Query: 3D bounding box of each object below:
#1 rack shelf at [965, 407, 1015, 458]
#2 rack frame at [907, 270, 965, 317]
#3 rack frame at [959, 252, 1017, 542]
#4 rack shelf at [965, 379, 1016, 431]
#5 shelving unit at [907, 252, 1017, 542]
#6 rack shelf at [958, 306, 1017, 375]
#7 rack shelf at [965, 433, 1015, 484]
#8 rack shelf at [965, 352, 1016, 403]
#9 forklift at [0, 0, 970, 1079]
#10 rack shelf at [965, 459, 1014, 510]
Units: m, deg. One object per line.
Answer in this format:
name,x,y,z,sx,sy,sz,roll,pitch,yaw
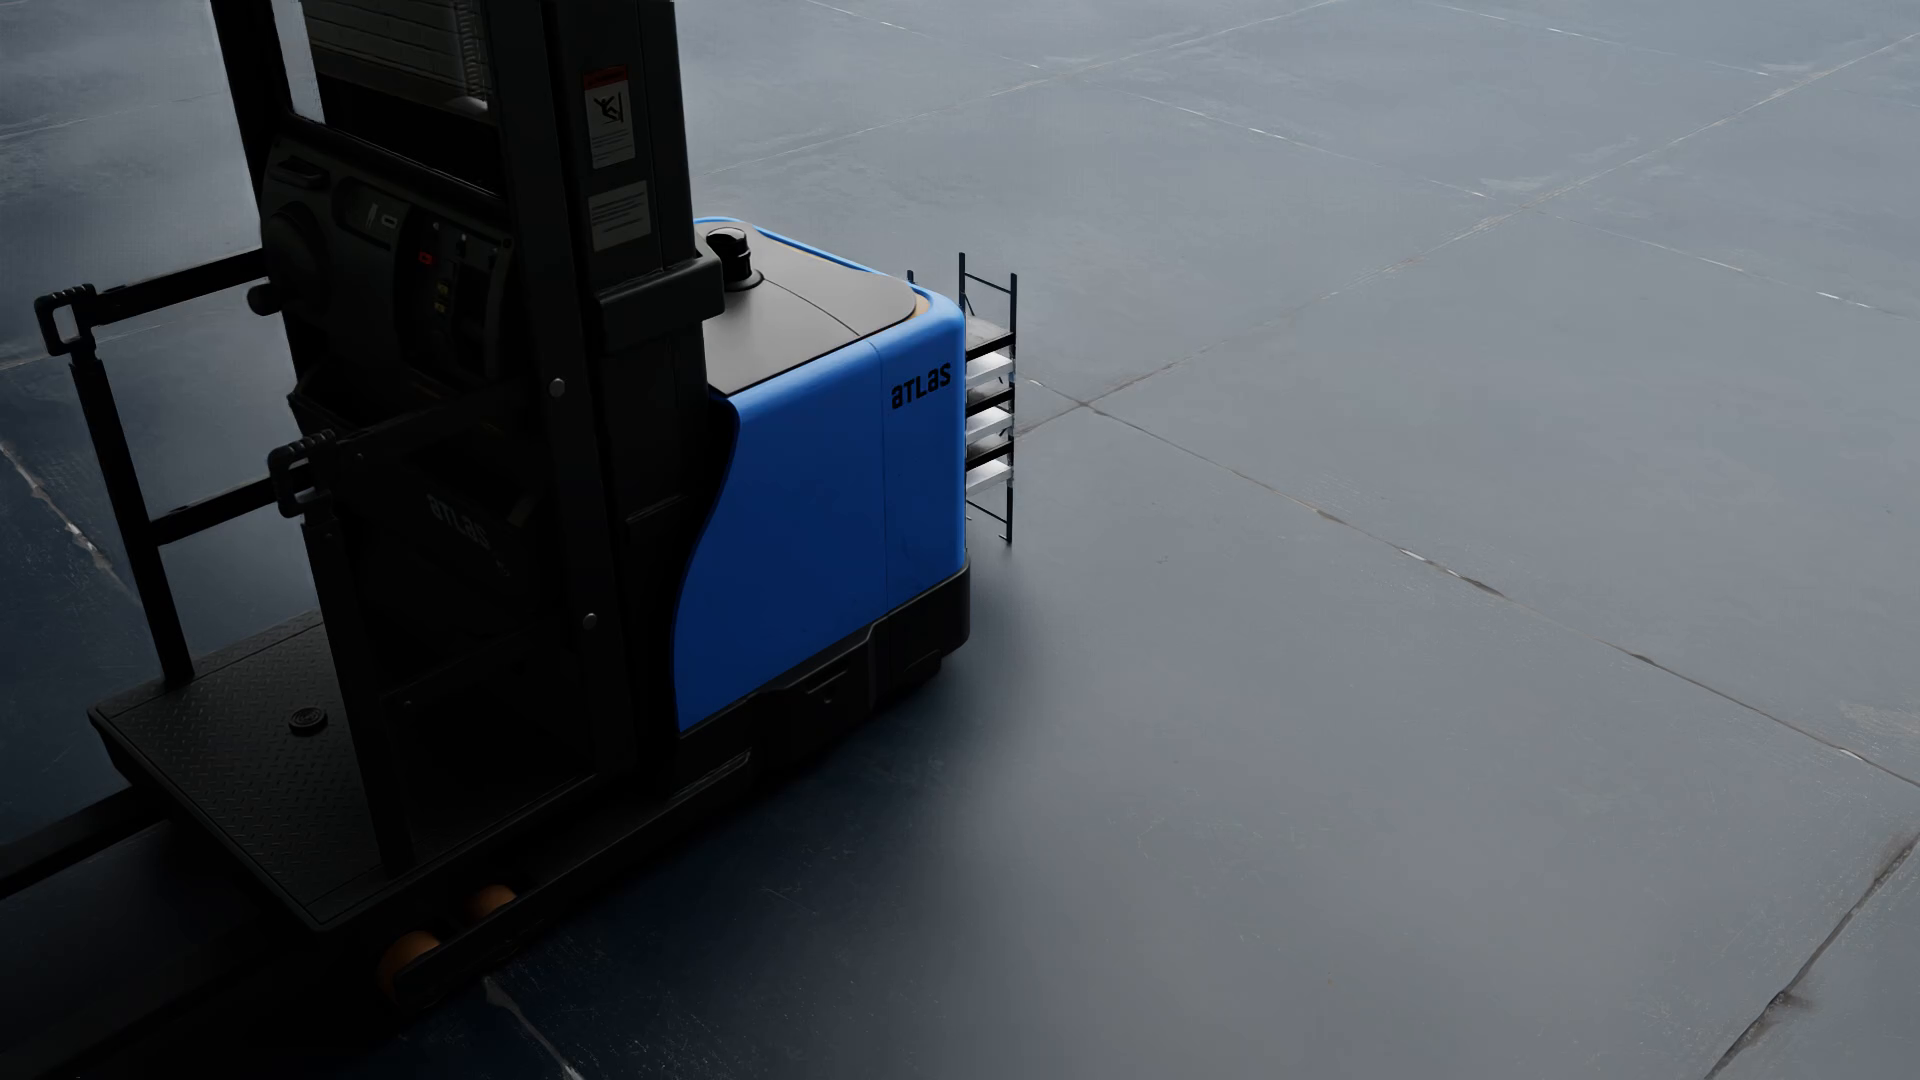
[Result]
rack shelf,0.006,-0.358,5.037,0.200,0.077,0.258,-26,40,-35
rack frame,-0.069,-0.351,4.961,0.006,0.900,0.240,-26,40,-35
rack frame,0.081,-0.423,5.079,0.006,0.900,0.240,-26,40,-35
rack shelf,0.006,-0.435,4.990,0.200,0.077,0.258,-26,40,-35
shelving unit,0.006,-0.387,5.020,0.210,0.900,0.258,-26,40,-35
rack shelf,0.006,-0.589,4.896,0.200,0.077,0.258,-26,40,-35
rack shelf,0.006,-0.282,5.084,0.200,0.077,0.258,-26,40,-35
rack shelf,0.006,-0.512,4.943,0.200,0.077,0.258,-26,40,-35
forklift,-1.342,-0.538,3.321,1.130,2.935,3.031,26,40,35
rack shelf,0.006,-0.205,5.131,0.200,0.077,0.258,-26,40,-35
